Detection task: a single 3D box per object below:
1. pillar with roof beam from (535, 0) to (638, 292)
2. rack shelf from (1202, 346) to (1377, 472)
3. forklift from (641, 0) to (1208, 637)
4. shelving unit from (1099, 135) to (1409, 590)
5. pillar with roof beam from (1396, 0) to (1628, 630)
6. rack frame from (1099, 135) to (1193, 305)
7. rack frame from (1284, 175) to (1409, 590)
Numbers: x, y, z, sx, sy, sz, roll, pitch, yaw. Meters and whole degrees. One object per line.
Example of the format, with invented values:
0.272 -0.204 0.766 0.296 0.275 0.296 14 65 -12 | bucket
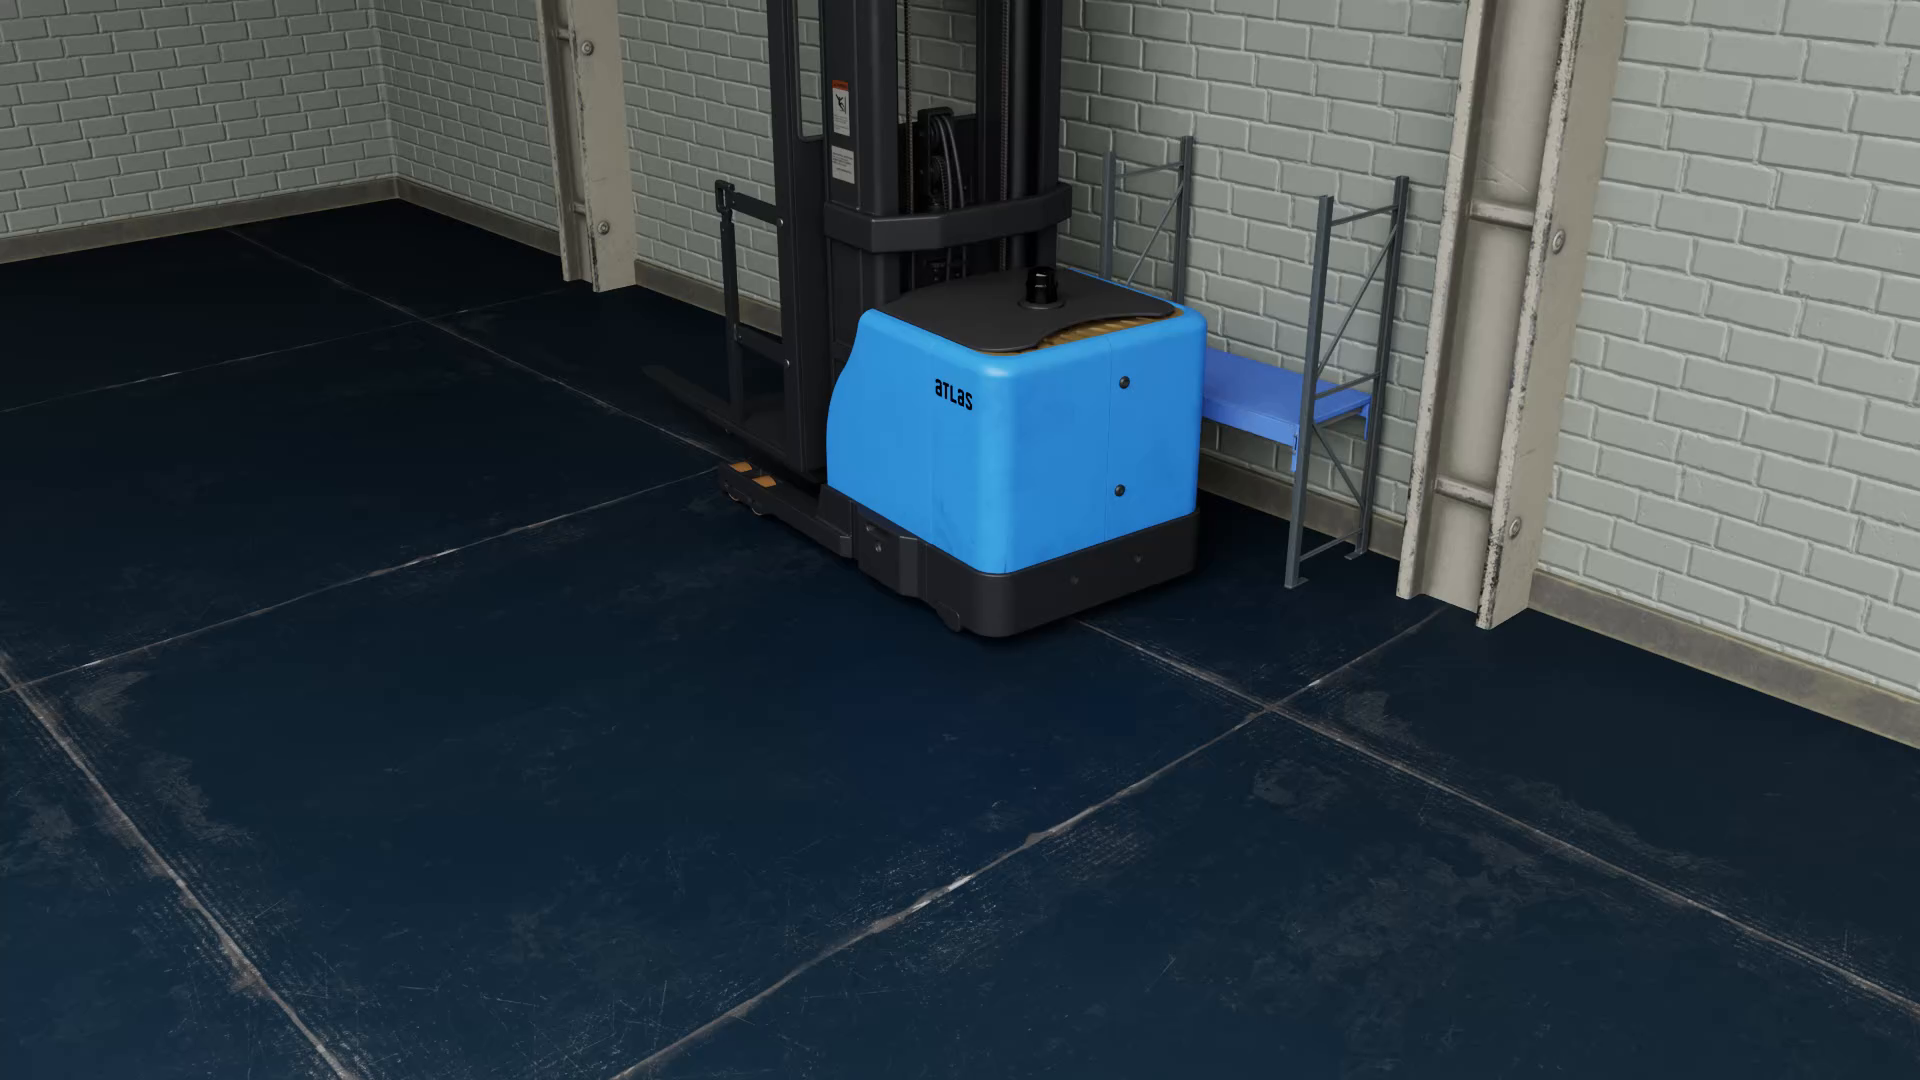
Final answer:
-5.350 -4.467 5.700 9.100 9.000 0.400 -21 32 -38 | pillar with roof beam
1.090 -0.560 6.604 0.538 0.185 1.000 -21 32 -38 | rack shelf
-0.375 -1.543 6.601 1.130 2.935 3.031 -17 30 -33 | forklift
1.090 -0.724 6.529 0.538 1.500 1.048 -21 32 -38 | shelving unit
-1.249 -2.649 1.715 9.100 9.000 0.400 -21 32 -38 | pillar with roof beam
0.746 -0.879 6.870 0.500 1.500 0.032 -21 32 -38 | rack frame
1.433 -0.568 6.188 0.500 1.500 0.032 -21 32 -38 | rack frame
